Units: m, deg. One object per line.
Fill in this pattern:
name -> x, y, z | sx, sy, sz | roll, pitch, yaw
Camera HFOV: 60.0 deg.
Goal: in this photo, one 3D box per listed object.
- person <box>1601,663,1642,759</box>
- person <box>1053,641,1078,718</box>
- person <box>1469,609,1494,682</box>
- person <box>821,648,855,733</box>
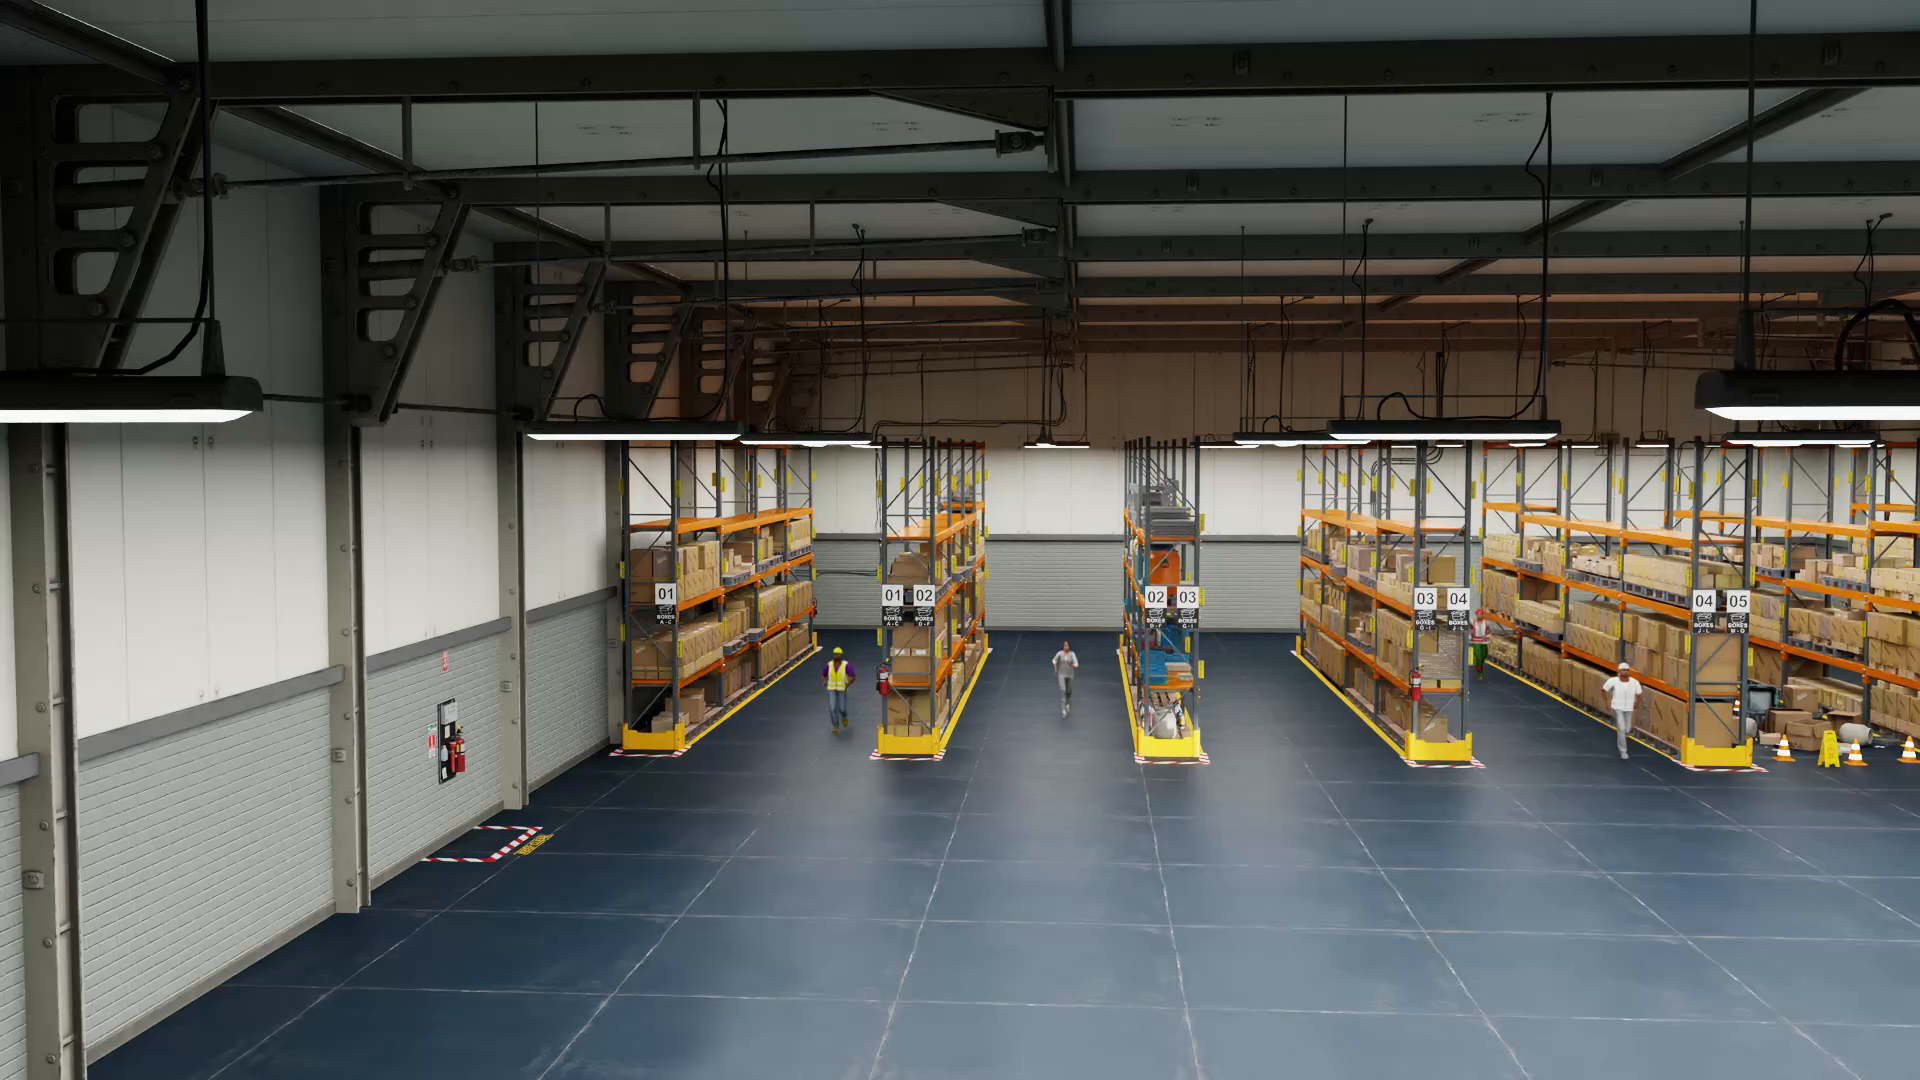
person -> 12.432, 3.176, 31.205 | 0.712, 1.763, 0.863 | 0, 3, 6
person -> 2.290, 2.978, 35.980 | 0.526, 1.612, 0.842 | 0, 3, -4
person -> 13.034, 2.610, 41.642 | 0.643, 1.788, 0.881 | 1, 3, 9
person -> -2.494, 3.049, 33.895 | 0.700, 1.719, 0.625 | 0, 3, 6
